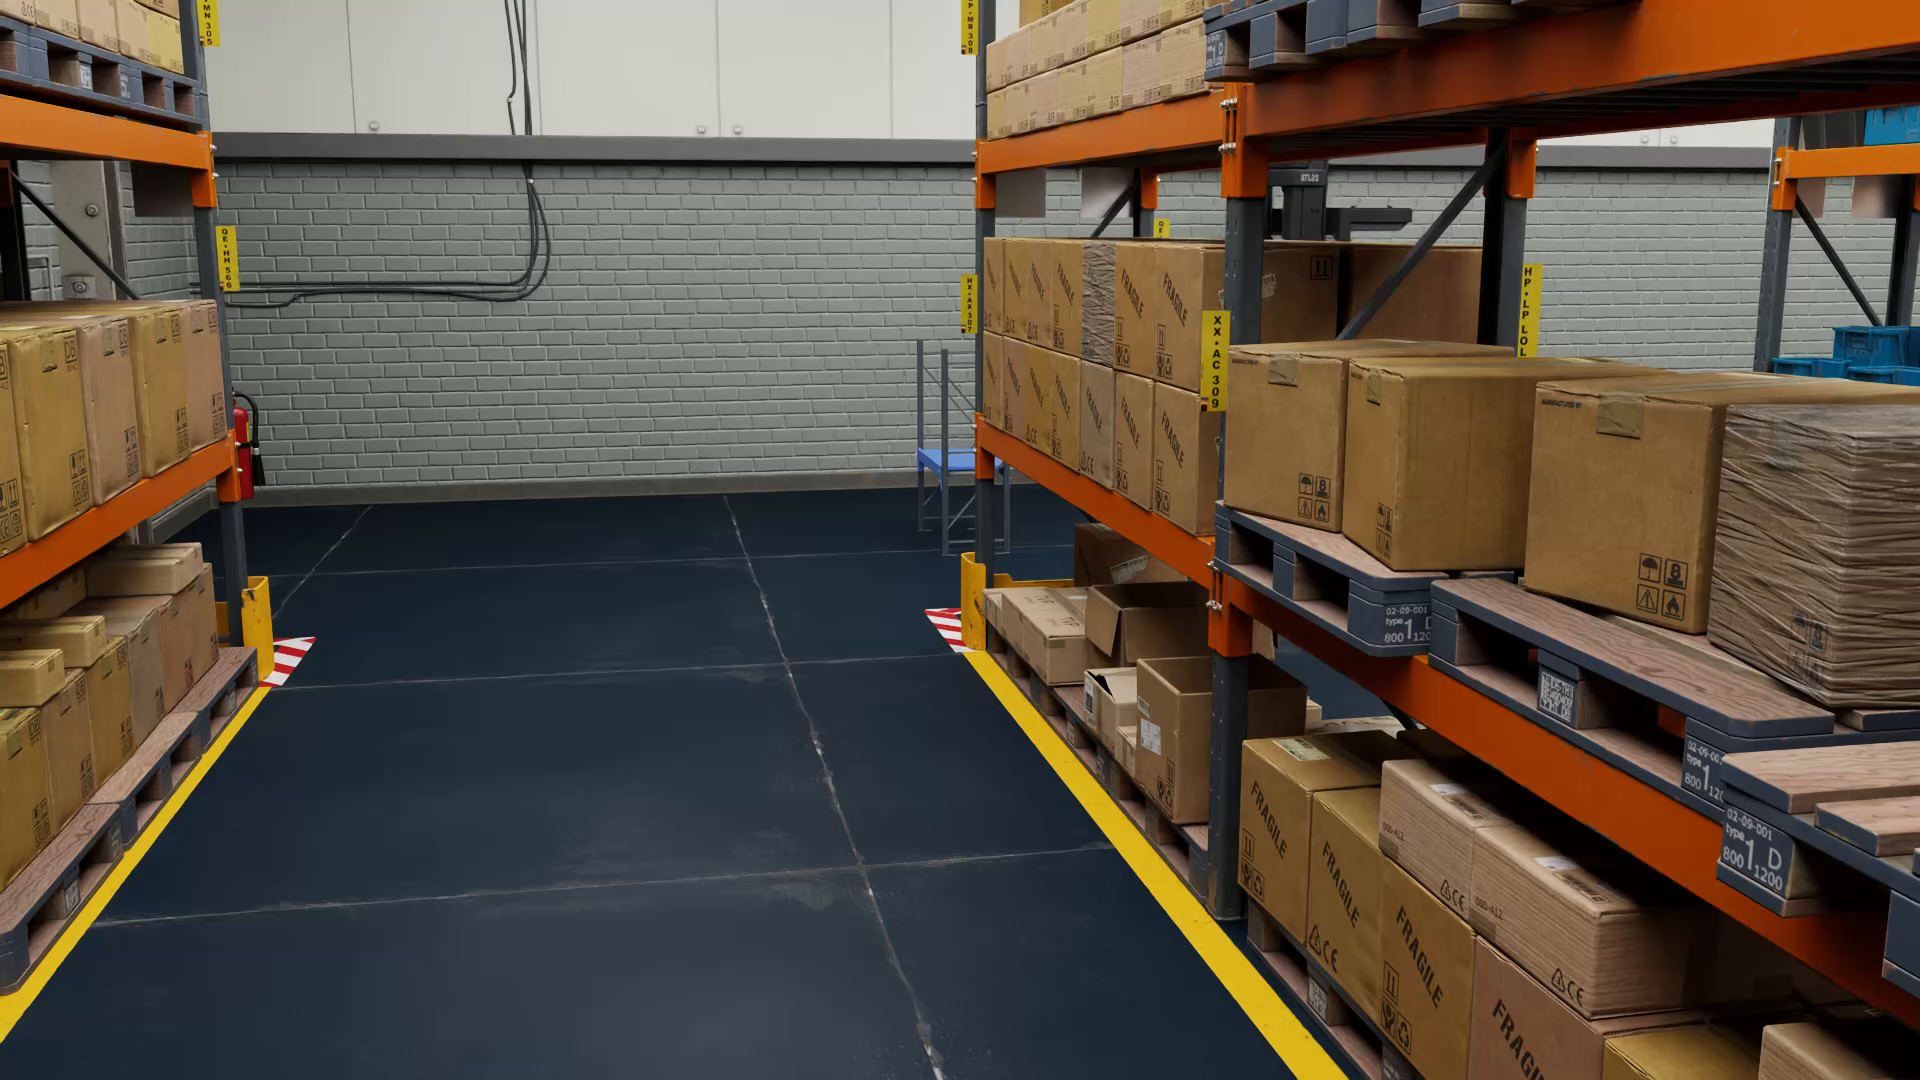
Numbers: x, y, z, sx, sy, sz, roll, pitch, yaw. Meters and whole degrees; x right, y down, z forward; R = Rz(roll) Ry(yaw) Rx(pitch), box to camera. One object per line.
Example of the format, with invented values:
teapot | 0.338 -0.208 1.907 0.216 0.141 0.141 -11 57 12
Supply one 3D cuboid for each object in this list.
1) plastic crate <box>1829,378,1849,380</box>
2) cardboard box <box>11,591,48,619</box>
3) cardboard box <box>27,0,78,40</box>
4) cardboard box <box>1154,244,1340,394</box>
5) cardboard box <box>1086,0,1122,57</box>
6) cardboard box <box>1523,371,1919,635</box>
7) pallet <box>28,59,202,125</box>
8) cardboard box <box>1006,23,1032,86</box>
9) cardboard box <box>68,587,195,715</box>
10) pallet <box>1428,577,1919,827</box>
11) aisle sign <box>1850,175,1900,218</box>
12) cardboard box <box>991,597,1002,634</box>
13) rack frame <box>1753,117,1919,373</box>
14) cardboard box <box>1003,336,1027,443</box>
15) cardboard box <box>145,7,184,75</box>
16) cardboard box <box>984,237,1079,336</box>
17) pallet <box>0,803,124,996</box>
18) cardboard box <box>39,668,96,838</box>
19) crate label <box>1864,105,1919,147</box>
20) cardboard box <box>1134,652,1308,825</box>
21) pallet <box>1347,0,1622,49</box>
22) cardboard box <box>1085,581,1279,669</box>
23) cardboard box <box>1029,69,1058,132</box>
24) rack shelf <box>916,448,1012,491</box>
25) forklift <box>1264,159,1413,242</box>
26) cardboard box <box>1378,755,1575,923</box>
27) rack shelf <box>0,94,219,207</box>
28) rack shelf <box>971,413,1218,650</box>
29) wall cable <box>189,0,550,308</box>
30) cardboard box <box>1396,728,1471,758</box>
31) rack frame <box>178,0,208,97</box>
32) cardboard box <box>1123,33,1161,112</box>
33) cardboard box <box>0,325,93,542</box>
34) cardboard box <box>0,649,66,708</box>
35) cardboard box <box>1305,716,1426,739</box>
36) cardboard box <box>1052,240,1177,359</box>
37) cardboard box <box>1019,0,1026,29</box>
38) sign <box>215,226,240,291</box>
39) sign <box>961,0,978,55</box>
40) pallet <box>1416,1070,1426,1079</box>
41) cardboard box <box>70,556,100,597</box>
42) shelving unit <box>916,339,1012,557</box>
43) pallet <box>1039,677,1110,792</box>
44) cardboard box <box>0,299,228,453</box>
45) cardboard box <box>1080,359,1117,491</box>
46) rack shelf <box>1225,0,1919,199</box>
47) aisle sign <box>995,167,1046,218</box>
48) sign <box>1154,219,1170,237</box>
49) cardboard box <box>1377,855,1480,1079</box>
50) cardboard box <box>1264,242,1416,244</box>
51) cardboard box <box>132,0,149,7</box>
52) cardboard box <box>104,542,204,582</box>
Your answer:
plastic crate | 5.154 -0.872 9.802 0.250 0.136 0.298 -2 11 -11
cardboard box | -4.008 0.313 6.855 0.380 0.149 0.250 -2 11 -10
cardboard box | -3.560 -1.977 6.049 0.500 0.250 0.500 -2 11 -13
cardboard box | 1.014 -0.802 5.946 0.500 0.500 0.500 -2 11 -11
cardboard box | 0.816 -2.087 6.679 0.500 0.250 0.500 -2 11 -11
cardboard box | 1.770 -0.112 3.872 0.700 0.500 0.500 -5 12 -25
pallet | -4.116 -2.025 7.531 1.003 0.211 1.213 -2 11 -11
cardboard box | 0.523 -2.362 8.124 0.500 0.250 0.500 -2 11 -11
cardboard box | -3.939 0.507 7.572 0.700 0.500 0.500 -2 11 -11
pallet | 1.761 0.293 3.648 1.003 0.211 1.213 -2 11 -11
aisle sign | 5.721 -2.392 10.291 0.394 0.787 0.004 -2 11 -11
cardboard box | 0.381 0.399 8.979 0.380 0.166 0.250 -2 11 -11
rack frame | 5.447 -1.091 10.408 1.000 3.000 0.127 -2 11 -11
cardboard box | 0.521 -0.776 8.482 0.500 0.500 0.500 -2 11 -12
cardboard box | -3.868 -2.262 7.546 0.500 0.250 0.500 -2 11 -9
cardboard box | 0.415 -1.361 8.885 0.500 0.500 0.500 -2 11 -9
pallet | -3.564 1.230 5.670 1.003 0.211 1.213 -2 11 -11
cardboard box | -3.632 0.791 6.081 0.700 0.500 0.500 -2 11 -12
crate label | 5.310 -2.311 9.191 0.408 0.251 0.502 -2 11 -11
cardboard box | 0.977 0.739 6.299 0.500 0.500 0.500 -2 11 -11
pallet | 1.629 -1.247 3.708 1.213 0.211 1.003 -2 11 -11
cardboard box | 0.995 0.487 7.613 0.797 0.503 0.637 -2 11 -11
cardboard box | 0.622 -2.025 7.690 0.500 0.250 0.500 -2 11 -11
rack shelf | 0.017 -0.544 12.508 0.538 0.185 1.000 -2 11 -11
forklift | 3.034 -1.729 13.943 3.031 2.935 1.130 -6 12 -27
cardboard box | 1.415 0.746 4.257 0.500 0.250 0.500 -2 11 -11
rack shelf | -3.882 -1.484 6.375 1.077 0.370 4.000 -2 11 -11
rack shelf | 0.977 -0.192 7.606 1.077 0.370 4.000 -2 11 -11
wall cable | -5.020 -3.203 13.763 3.097 2.526 0.112 -2 11 -11
cardboard box | 1.743 0.914 5.383 0.500 0.500 0.500 -2 11 -11
rack frame | -4.271 -3.678 7.955 1.000 3.000 0.127 -2 11 -11
cardboard box | 0.923 -1.750 6.246 0.500 0.250 0.500 -2 11 -11
cardboard box | -3.719 -0.379 5.863 0.980 0.700 0.700 -2 11 -12
cardboard box | -3.425 0.495 5.900 0.380 0.149 0.250 -2 11 -9
cardboard box | 1.496 0.842 6.267 0.500 0.311 0.500 -2 11 -11
cardboard box | 0.717 -1.081 7.410 0.500 0.500 0.500 -2 11 -12
cardboard box | 0.704 -2.832 8.590 0.700 0.500 0.500 -2 11 -11
sign | -3.736 -1.433 8.475 0.100 0.325 0.005 -2 11 -11
sign | 0.056 -2.795 9.000 0.100 0.325 0.005 -2 11 -11
pallet | 1.802 1.564 3.917 1.003 0.211 1.213 -2 11 -11
cardboard box | -4.157 0.174 7.588 0.380 0.149 0.250 -2 11 -11
shelving unit | 0.017 -0.721 12.474 0.538 1.500 1.048 -2 11 -11
pallet | 0.992 0.841 7.712 1.003 0.211 1.213 -2 11 -11
cardboard box | -4.162 -0.785 7.998 0.980 0.700 0.700 -2 11 -8
cardboard box | 0.813 -0.498 7.026 0.500 0.500 0.500 -2 11 -10
rack shelf | 1.755 -0.932 3.471 1.077 0.370 4.000 -2 11 -11
aisle sign | 0.286 -2.191 9.232 0.394 0.787 0.004 -2 11 -11
sign | 1.136 -1.653 9.415 0.100 0.325 0.005 -2 11 -11
cardboard box | 1.425 1.120 4.296 0.500 0.500 0.500 -2 11 -10
cardboard box | 1.449 -0.910 6.513 0.500 0.500 0.500 -2 11 -13
cardboard box | -3.774 -2.538 6.993 0.500 0.500 0.500 -2 11 -9
cardboard box | -3.833 0.114 7.905 0.380 0.149 0.250 -2 11 -12
